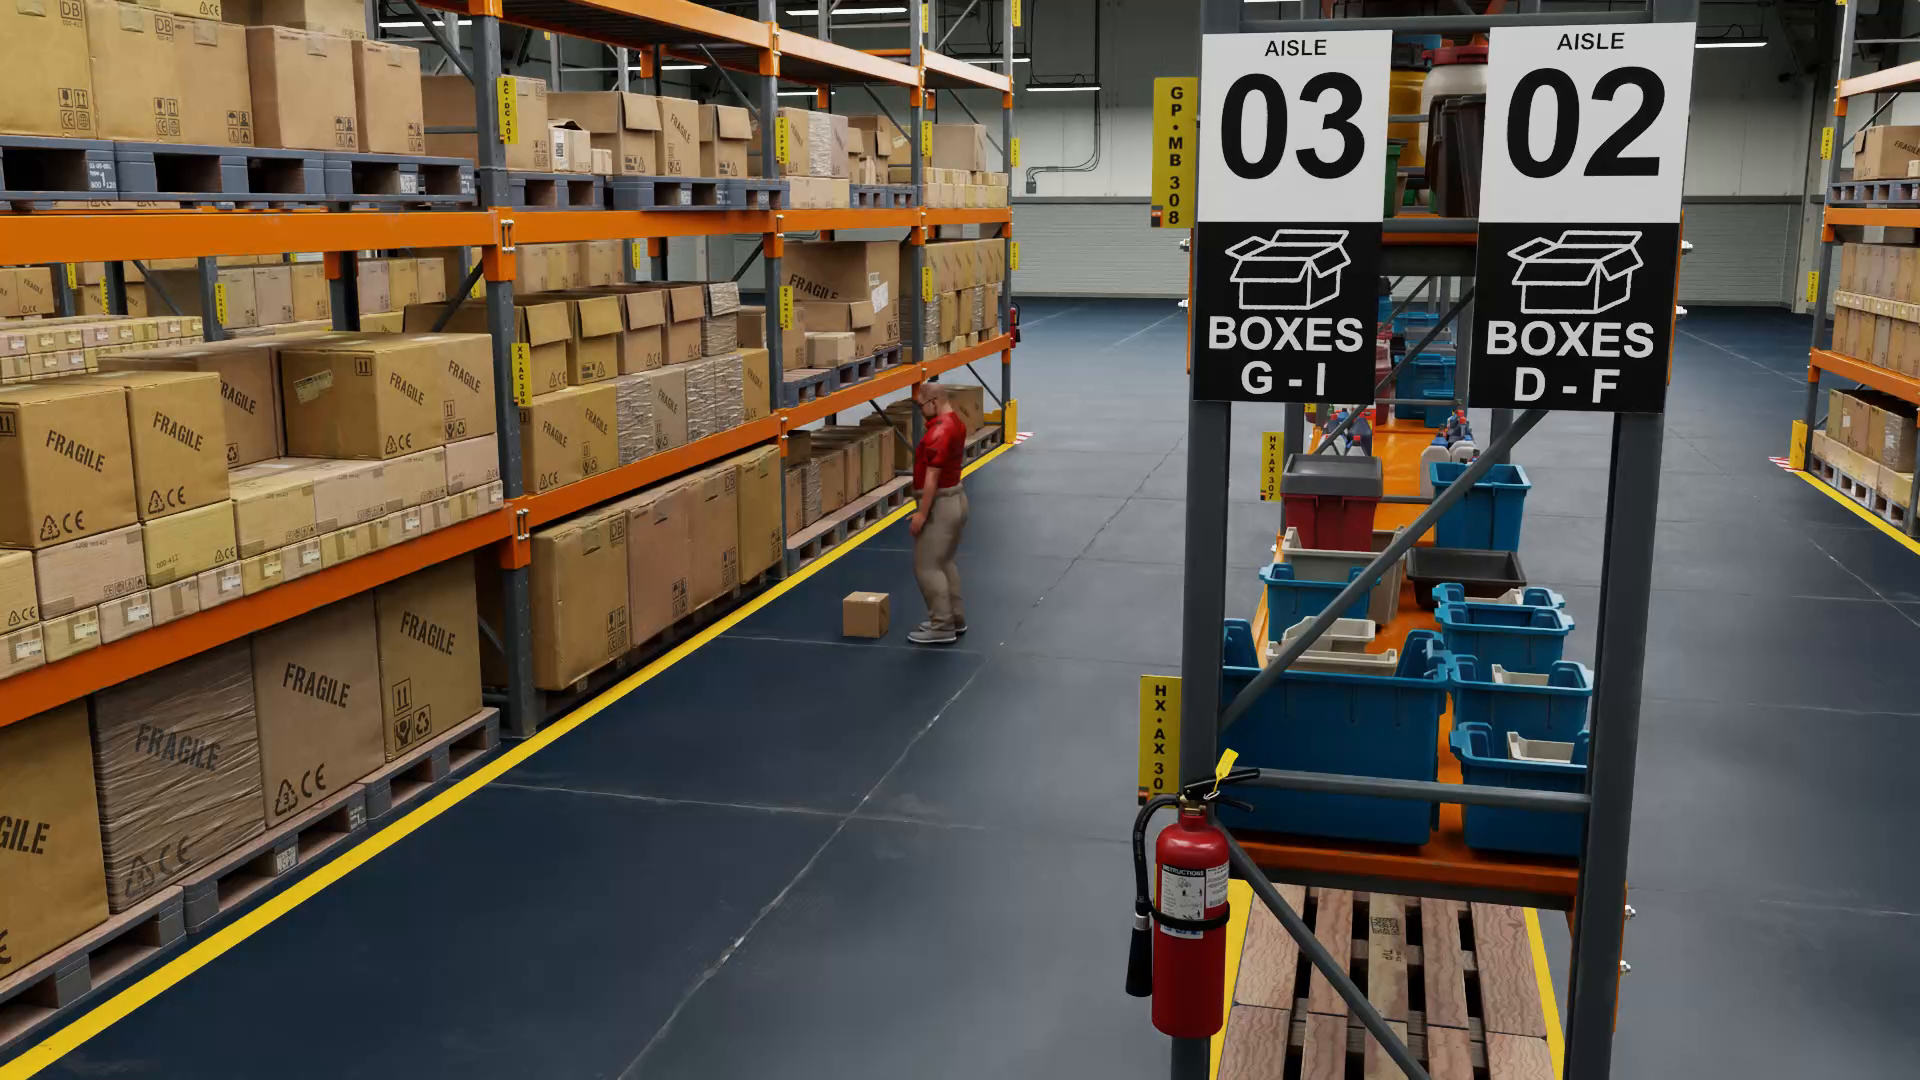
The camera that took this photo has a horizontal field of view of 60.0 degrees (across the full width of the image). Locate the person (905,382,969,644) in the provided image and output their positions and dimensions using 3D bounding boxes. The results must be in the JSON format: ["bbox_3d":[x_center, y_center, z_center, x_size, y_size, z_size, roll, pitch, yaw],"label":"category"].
[{"bbox_3d":[-0.155,-0.181,10.940,0.336,1.715,0.536,3,12,15],"label":"person"}]
